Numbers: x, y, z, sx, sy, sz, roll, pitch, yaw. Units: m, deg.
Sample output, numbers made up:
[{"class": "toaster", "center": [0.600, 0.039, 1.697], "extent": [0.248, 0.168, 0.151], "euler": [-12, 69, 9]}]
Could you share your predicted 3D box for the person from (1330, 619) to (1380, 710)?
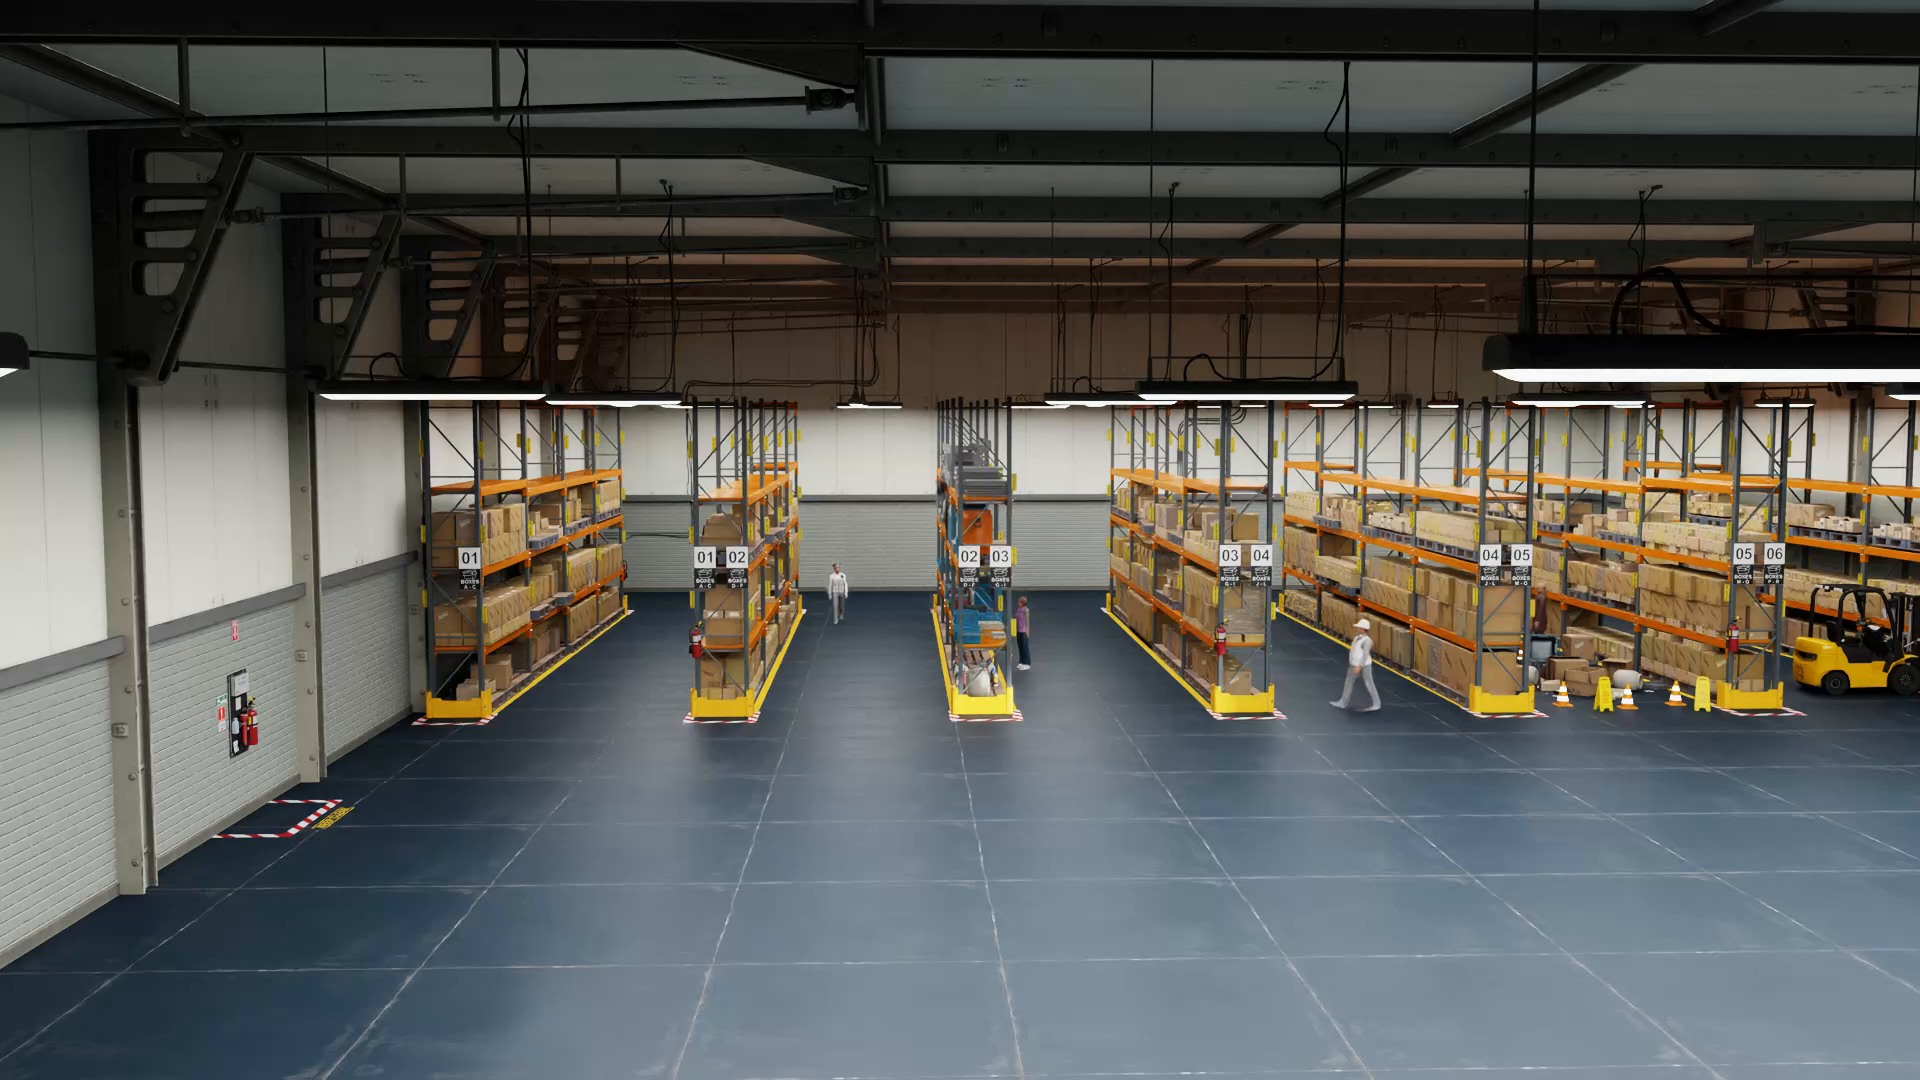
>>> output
[{"class": "person", "center": [7.617, 2.386, 31.874], "extent": [0.821, 1.743, 0.646], "euler": [-2, 5, -22]}]

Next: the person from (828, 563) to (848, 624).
[{"class": "person", "center": [-3.306, 1.426, 44.970], "extent": [0.525, 1.639, 0.943], "euler": [-1, 4, -8]}]

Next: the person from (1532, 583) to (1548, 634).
[{"class": "person", "center": [13.357, 1.867, 38.512], "extent": [0.620, 1.774, 0.595], "euler": [4, 6, 42]}]

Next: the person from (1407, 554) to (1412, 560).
[{"class": "person", "center": [13.473, 1.056, 49.537], "extent": [0.777, 1.645, 0.471], "euler": [-1, 5, -12]}]

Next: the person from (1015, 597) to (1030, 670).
[{"class": "person", "center": [1.374, 2.059, 36.884], "extent": [0.362, 1.607, 0.495], "euler": [-3, 5, -30]}]
